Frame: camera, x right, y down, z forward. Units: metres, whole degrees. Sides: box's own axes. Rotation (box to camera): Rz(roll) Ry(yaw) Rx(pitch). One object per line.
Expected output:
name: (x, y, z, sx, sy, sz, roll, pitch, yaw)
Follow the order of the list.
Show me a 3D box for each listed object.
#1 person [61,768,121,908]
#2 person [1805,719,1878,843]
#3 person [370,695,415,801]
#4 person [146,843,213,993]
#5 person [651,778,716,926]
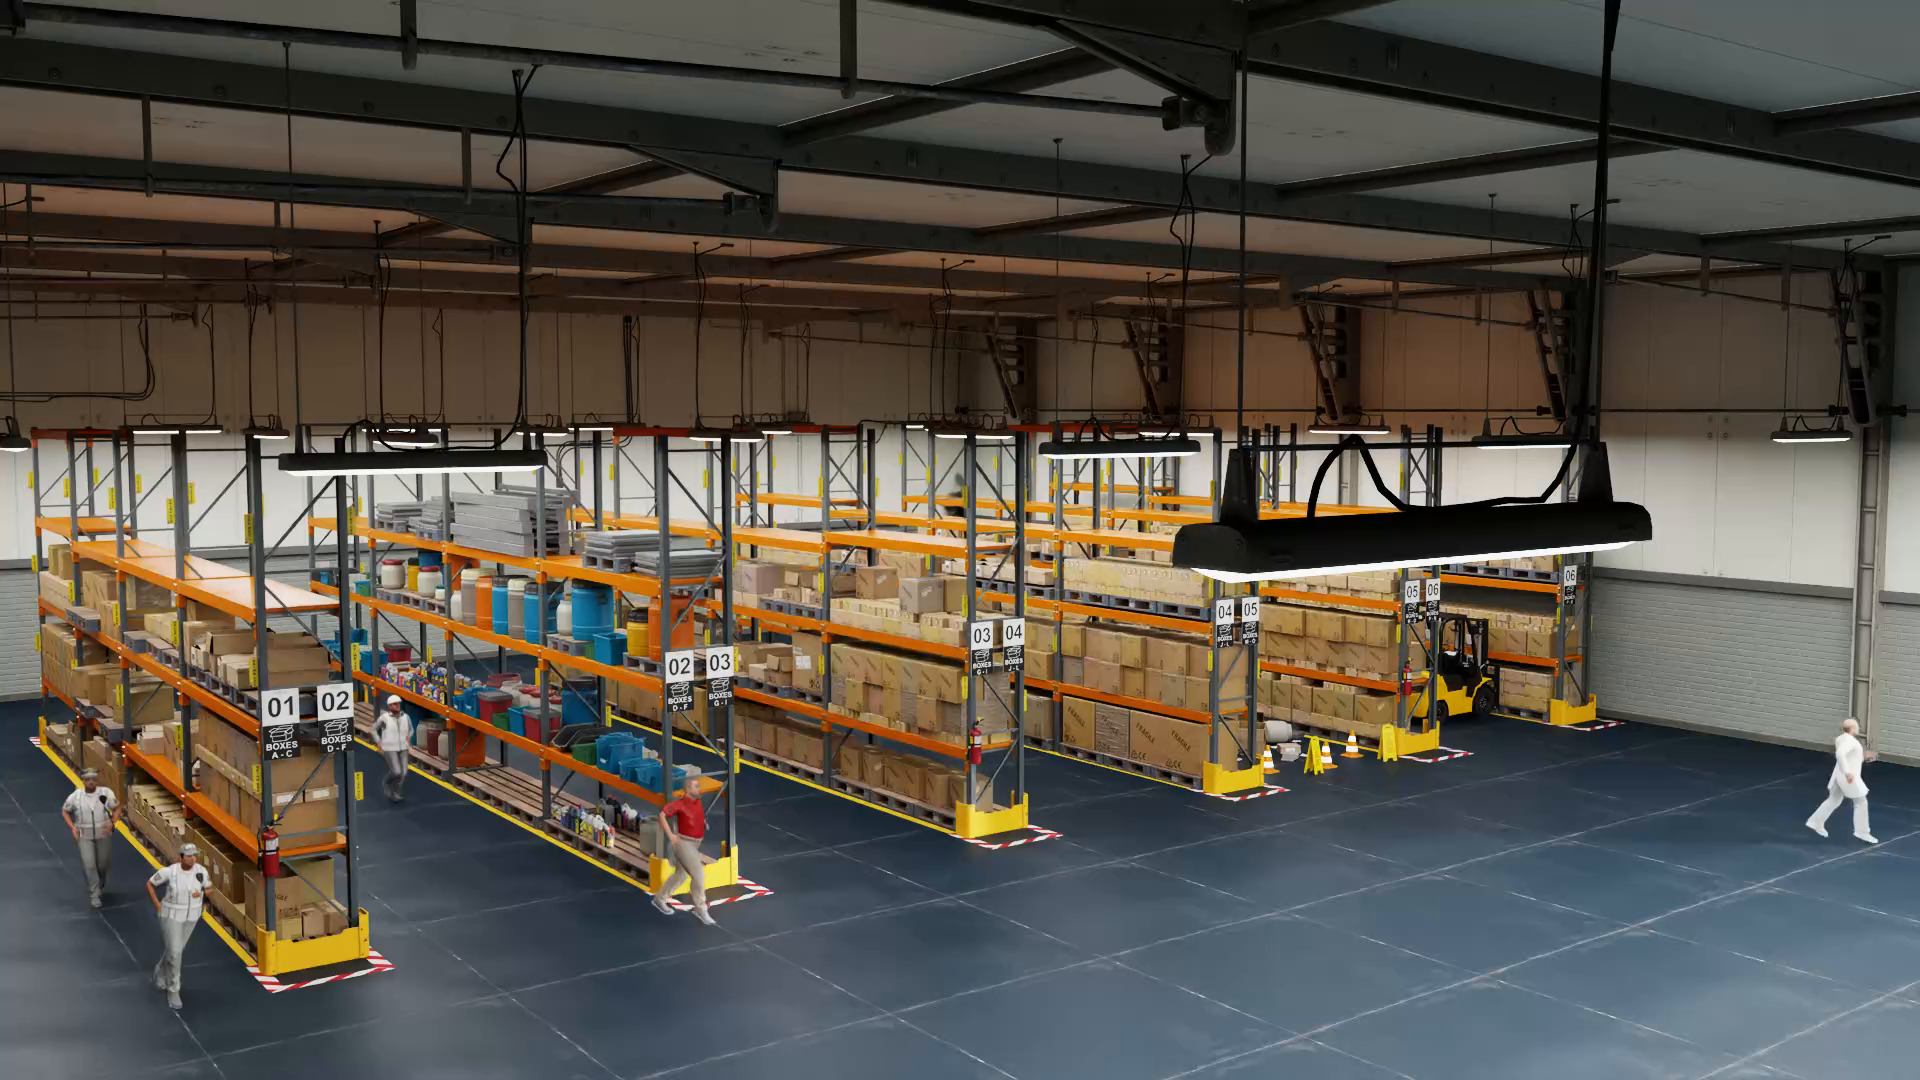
person: (-11.126, 3.776, 21.339, 0.679, 1.757, 0.786, -3, 5, -32)
person: (12.914, 3.511, 24.292, 1.001, 1.812, 0.680, 0, 4, 2)
person: (-9.066, 3.363, 26.764, 0.649, 1.728, 0.575, -4, 6, -43)
person: (-8.422, 4.028, 17.991, 0.725, 1.523, 0.620, 4, 6, 38)
person: (-3.404, 3.853, 20.753, 0.908, 1.750, 0.683, 1, 5, 10)
